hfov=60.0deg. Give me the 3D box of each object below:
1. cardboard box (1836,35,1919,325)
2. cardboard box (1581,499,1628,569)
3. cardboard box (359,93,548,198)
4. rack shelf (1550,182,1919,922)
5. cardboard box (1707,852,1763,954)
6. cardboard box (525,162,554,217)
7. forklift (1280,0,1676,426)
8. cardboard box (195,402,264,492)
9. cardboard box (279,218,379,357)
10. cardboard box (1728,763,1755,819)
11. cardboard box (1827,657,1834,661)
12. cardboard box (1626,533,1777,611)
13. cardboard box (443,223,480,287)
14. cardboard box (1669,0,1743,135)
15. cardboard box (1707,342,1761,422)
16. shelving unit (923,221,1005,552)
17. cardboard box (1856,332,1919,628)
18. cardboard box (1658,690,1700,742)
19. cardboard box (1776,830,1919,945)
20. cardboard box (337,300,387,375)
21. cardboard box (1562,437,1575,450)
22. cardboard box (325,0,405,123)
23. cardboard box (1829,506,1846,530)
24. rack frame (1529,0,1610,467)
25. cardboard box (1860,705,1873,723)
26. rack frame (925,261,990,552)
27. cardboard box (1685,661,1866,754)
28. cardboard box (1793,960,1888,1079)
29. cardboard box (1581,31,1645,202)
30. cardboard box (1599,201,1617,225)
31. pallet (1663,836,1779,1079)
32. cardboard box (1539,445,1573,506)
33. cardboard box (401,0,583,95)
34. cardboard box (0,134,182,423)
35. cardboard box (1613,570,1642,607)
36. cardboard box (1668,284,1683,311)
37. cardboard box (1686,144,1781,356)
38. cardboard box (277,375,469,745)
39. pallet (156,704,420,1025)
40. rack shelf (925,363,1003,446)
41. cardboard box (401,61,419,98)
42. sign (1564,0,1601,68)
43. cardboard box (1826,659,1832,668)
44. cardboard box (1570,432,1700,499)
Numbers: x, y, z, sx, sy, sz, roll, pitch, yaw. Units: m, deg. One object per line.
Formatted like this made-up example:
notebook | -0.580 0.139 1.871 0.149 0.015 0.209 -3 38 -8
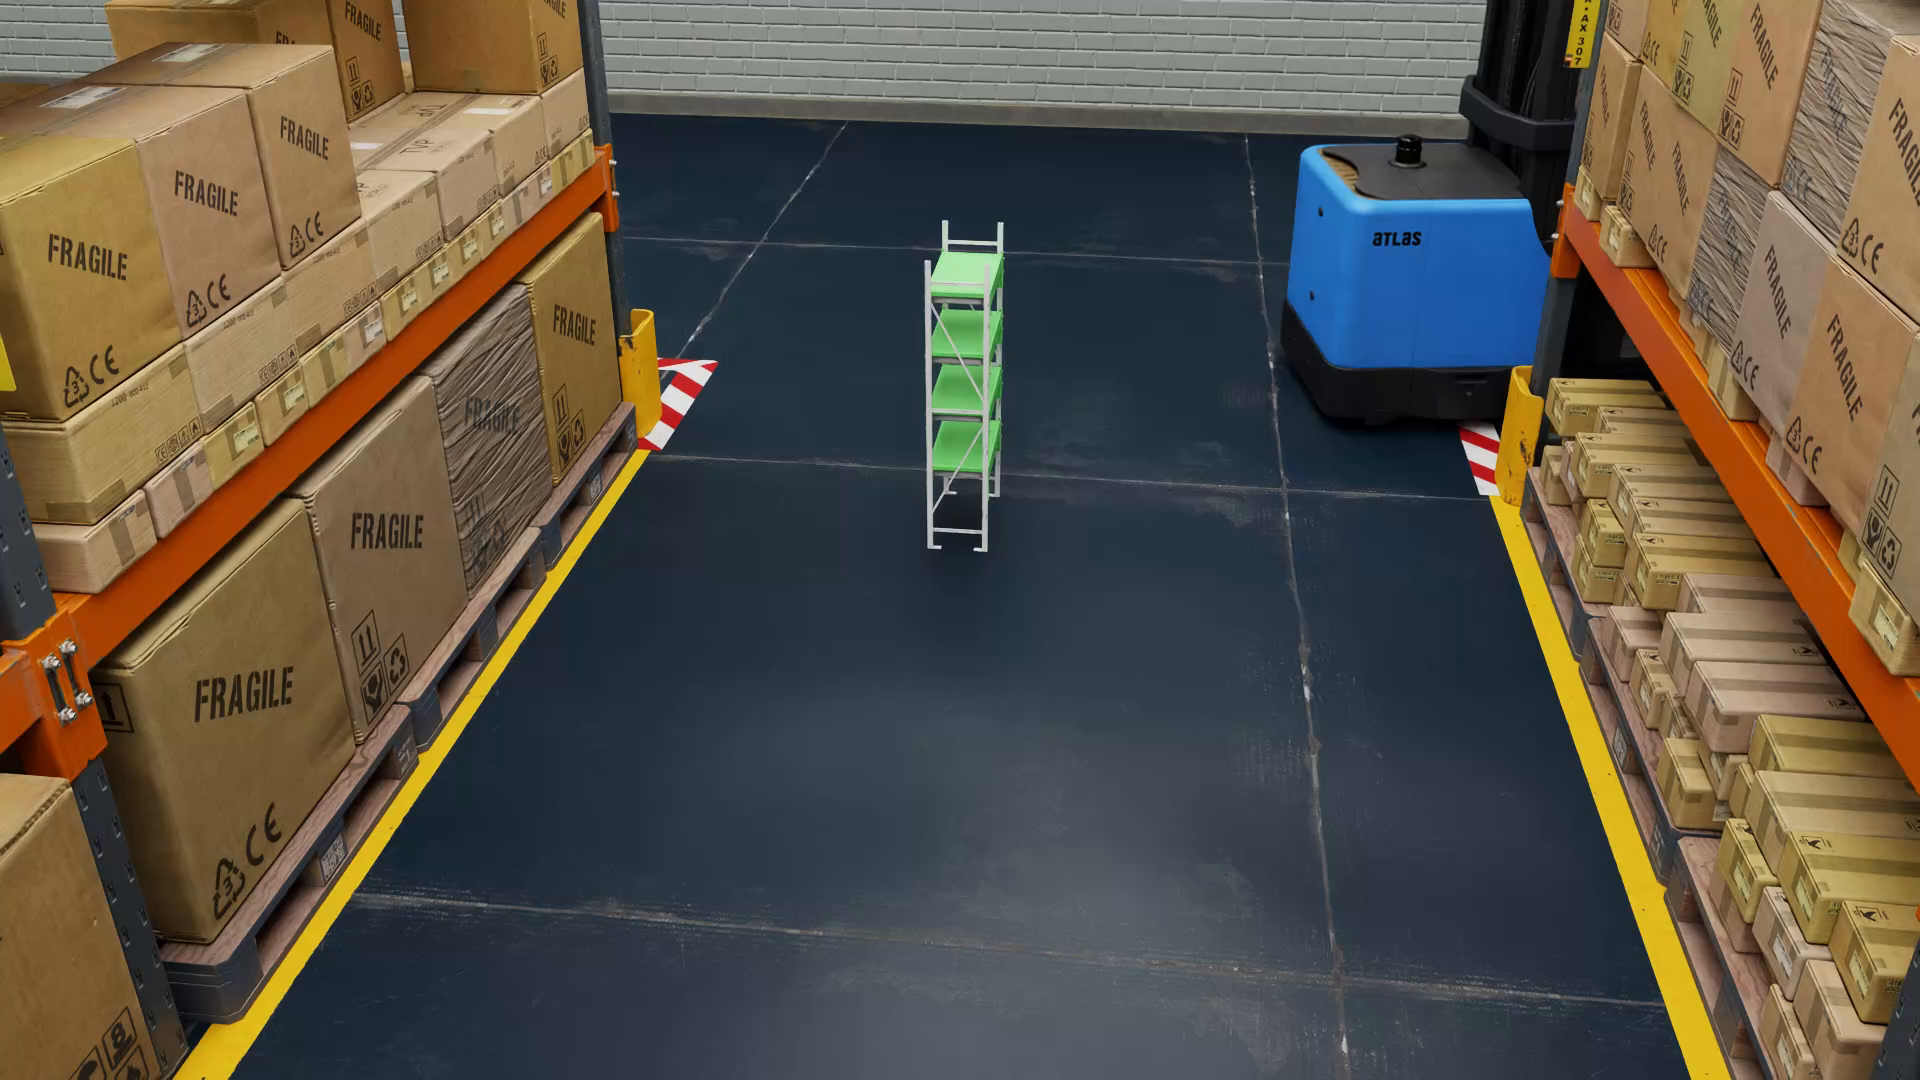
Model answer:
cardboard box | 2.266 -0.759 3.523 0.500 0.500 0.500 2 28 5
cardboard box | 2.419 -0.015 5.864 0.380 0.149 0.250 4 29 8
cardboard box | -1.860 -1.464 6.150 0.500 0.250 0.500 3 28 5
rack shelf | 2.664 -0.288 4.880 1.077 0.370 4.000 3 28 6
cardboard box | 2.212 0.957 4.374 0.380 0.149 0.250 2 28 5
cardboard box | -1.780 -1.343 6.346 0.380 0.149 0.250 3 29 6
forklift | 3.164 -2.067 7.497 3.031 2.935 1.130 -1 28 -3
cardboard box | -2.061 -0.256 4.327 0.380 0.149 0.250 4 29 8
cardboard box | -2.050 -0.748 4.820 0.500 0.250 0.500 4 29 7
cardboard box | 2.306 0.742 4.460 0.380 0.149 0.250 4 29 7
cardboard box | 2.963 0.399 5.411 0.380 0.149 0.250 4 29 7
cardboard box | 2.366 0.110 5.319 0.380 0.149 0.250 4 29 7
cardboard box | -1.873 -0.981 5.674 0.380 0.149 0.250 3 29 6
cardboard box | 2.449 -1.484 4.868 0.500 0.500 0.500 3 28 5
cardboard box | 2.342 -0.441 4.670 0.380 0.149 0.250 4 29 7
shelving unit | 0.020 -0.606 6.610 0.258 1.200 0.503 3 28 6
cardboard box | 2.198 -0.082 3.321 0.500 0.500 0.500 3 28 6
cardboard box | 2.354 0.597 5.043 0.380 0.149 0.250 4 29 7
cardboard box | 2.196 0.840 3.964 0.380 0.149 0.250 4 29 7
cardboard box | -1.967 -0.618 5.000 0.380 0.149 0.250 4 29 7
cardboard box | 2.590 -0.375 6.533 0.380 0.149 0.250 5 29 8
cardboard box | -2.389 -1.831 6.040 0.500 0.500 0.500 3 28 5
cardboard box | 2.336 -0.068 3.978 0.380 0.149 0.250 3 28 5
rack frame | 2.909 -1.546 6.457 1.000 3.000 0.127 3 28 6
cardboard box | 2.903 0.513 4.885 0.380 0.149 0.250 3 28 6
rack frame | -0.010 -0.491 6.397 0.240 1.200 0.015 3 28 6
cardboard box | 2.270 0.472 4.647 0.380 0.149 0.250 2 28 4
cardboard box | 2.142 1.109 3.778 0.380 0.149 0.250 4 29 7
cardboard box | 2.580 -1.526 6.000 0.500 0.500 0.500 5 29 9
cardboard box | 2.554 -1.180 6.042 0.380 0.149 0.250 4 29 8
pallet | 2.466 1.246 4.214 1.003 0.211 1.213 3 28 6
cardboard box | 2.527 -0.248 6.610 0.380 0.149 0.250 4 29 7
cardboard box | -1.800 -2.032 6.413 0.500 0.500 0.500 4 29 7
cardboard box | -2.179 -0.605 3.763 0.500 0.500 0.500 3 28 6
cardboard box | 2.476 0.237 5.710 0.380 0.149 0.250 3 29 6
cardboard box | 2.514 -0.800 5.337 0.380 0.149 0.250 3 28 6
cardboard box | 2.410 -0.802 4.657 0.500 0.500 0.500 3 28 5
cardboard box | -2.221 0.022 5.344 0.875 0.875 0.875 3 28 6
pallet | -2.321 0.875 4.903 1.003 0.211 1.213 3 28 6
rack shelf | 0.020 -0.550 6.640 0.258 0.148 0.480 3 28 6
cardboard box | -2.328 -1.736 6.655 0.500 0.250 0.500 3 28 5
sign | 2.370 -1.959 6.310 0.100 0.325 0.005 3 28 6
cardboard box | 2.446 0.373 5.145 0.380 0.149 0.250 5 29 9
cardboard box | 2.435 -0.263 6.011 0.380 0.149 0.250 3 28 6
